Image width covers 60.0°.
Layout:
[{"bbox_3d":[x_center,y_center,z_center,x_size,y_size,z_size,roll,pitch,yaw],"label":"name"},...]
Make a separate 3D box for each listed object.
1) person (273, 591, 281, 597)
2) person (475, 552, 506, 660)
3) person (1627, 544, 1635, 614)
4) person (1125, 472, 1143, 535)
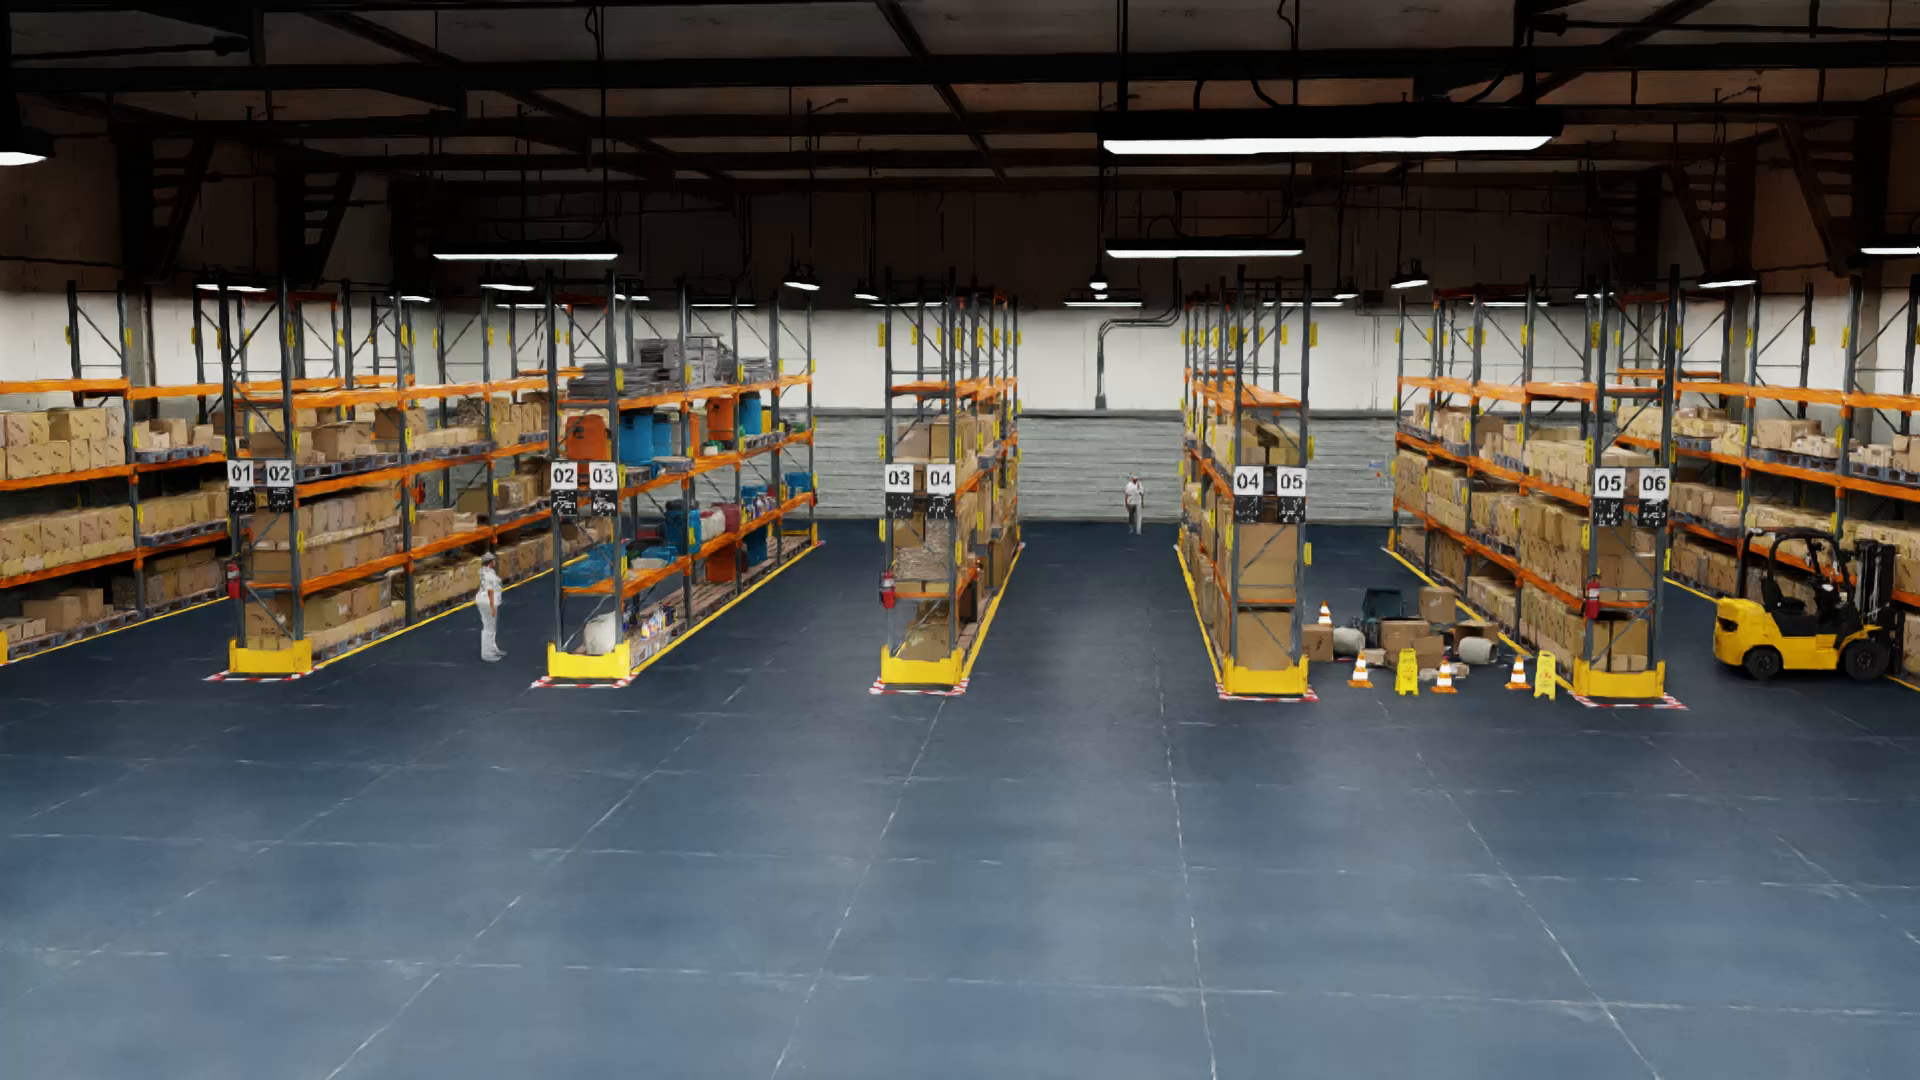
[{"bbox_3d":[-12.514,0.518,30.730,0.566,1.540,0.516,0,7,3],"label":"person"},{"bbox_3d":[-7.328,1.018,25.973,0.443,1.666,0.526,-3,8,-25],"label":"person"},{"bbox_3d":[11.777,0.618,29.568,0.527,1.581,0.522,5,9,36],"label":"person"},{"bbox_3d":[4.443,-0.944,42.344,0.452,1.589,1.088,1,7,7],"label":"person"}]
